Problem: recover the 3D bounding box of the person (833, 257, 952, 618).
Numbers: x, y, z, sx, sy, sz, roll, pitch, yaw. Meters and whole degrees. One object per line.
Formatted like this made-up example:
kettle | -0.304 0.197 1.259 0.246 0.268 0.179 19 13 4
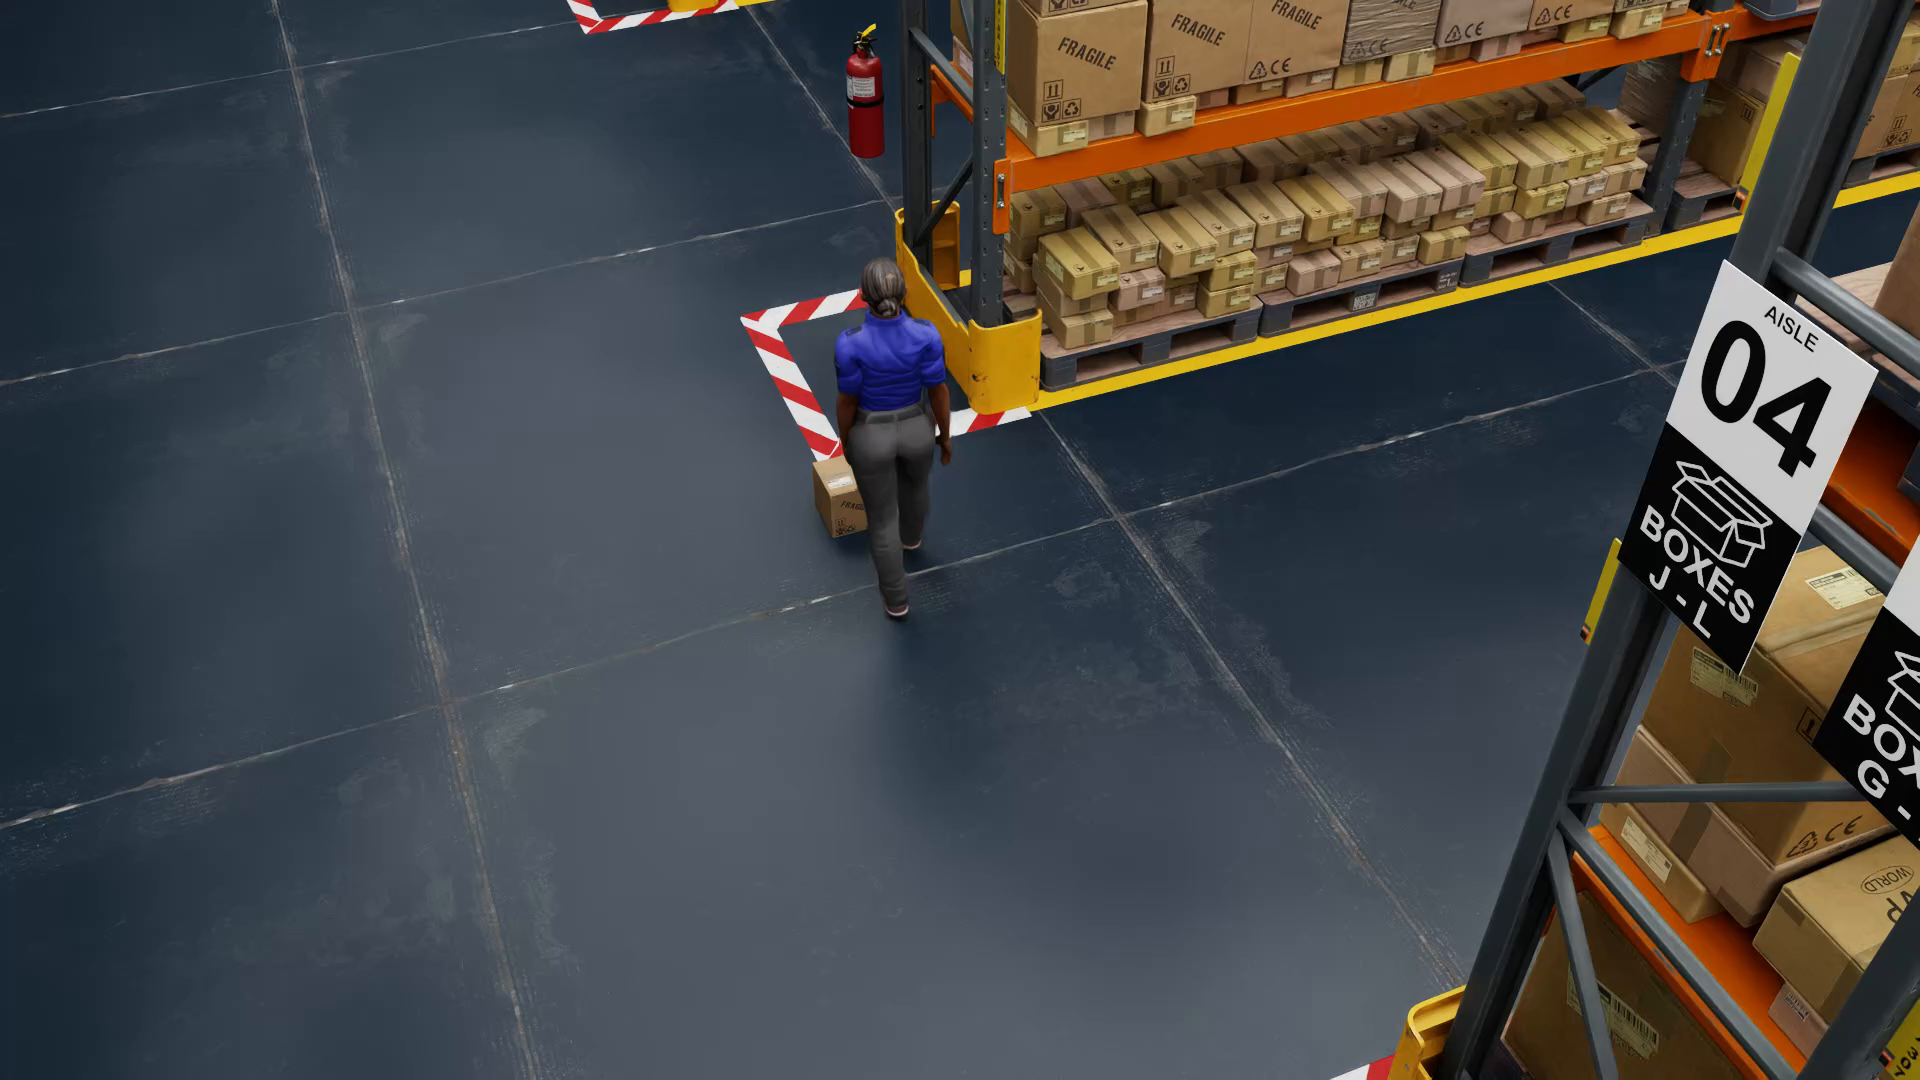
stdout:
person | -0.305 -0.498 6.706 0.450 1.647 0.666 -12 43 -13
